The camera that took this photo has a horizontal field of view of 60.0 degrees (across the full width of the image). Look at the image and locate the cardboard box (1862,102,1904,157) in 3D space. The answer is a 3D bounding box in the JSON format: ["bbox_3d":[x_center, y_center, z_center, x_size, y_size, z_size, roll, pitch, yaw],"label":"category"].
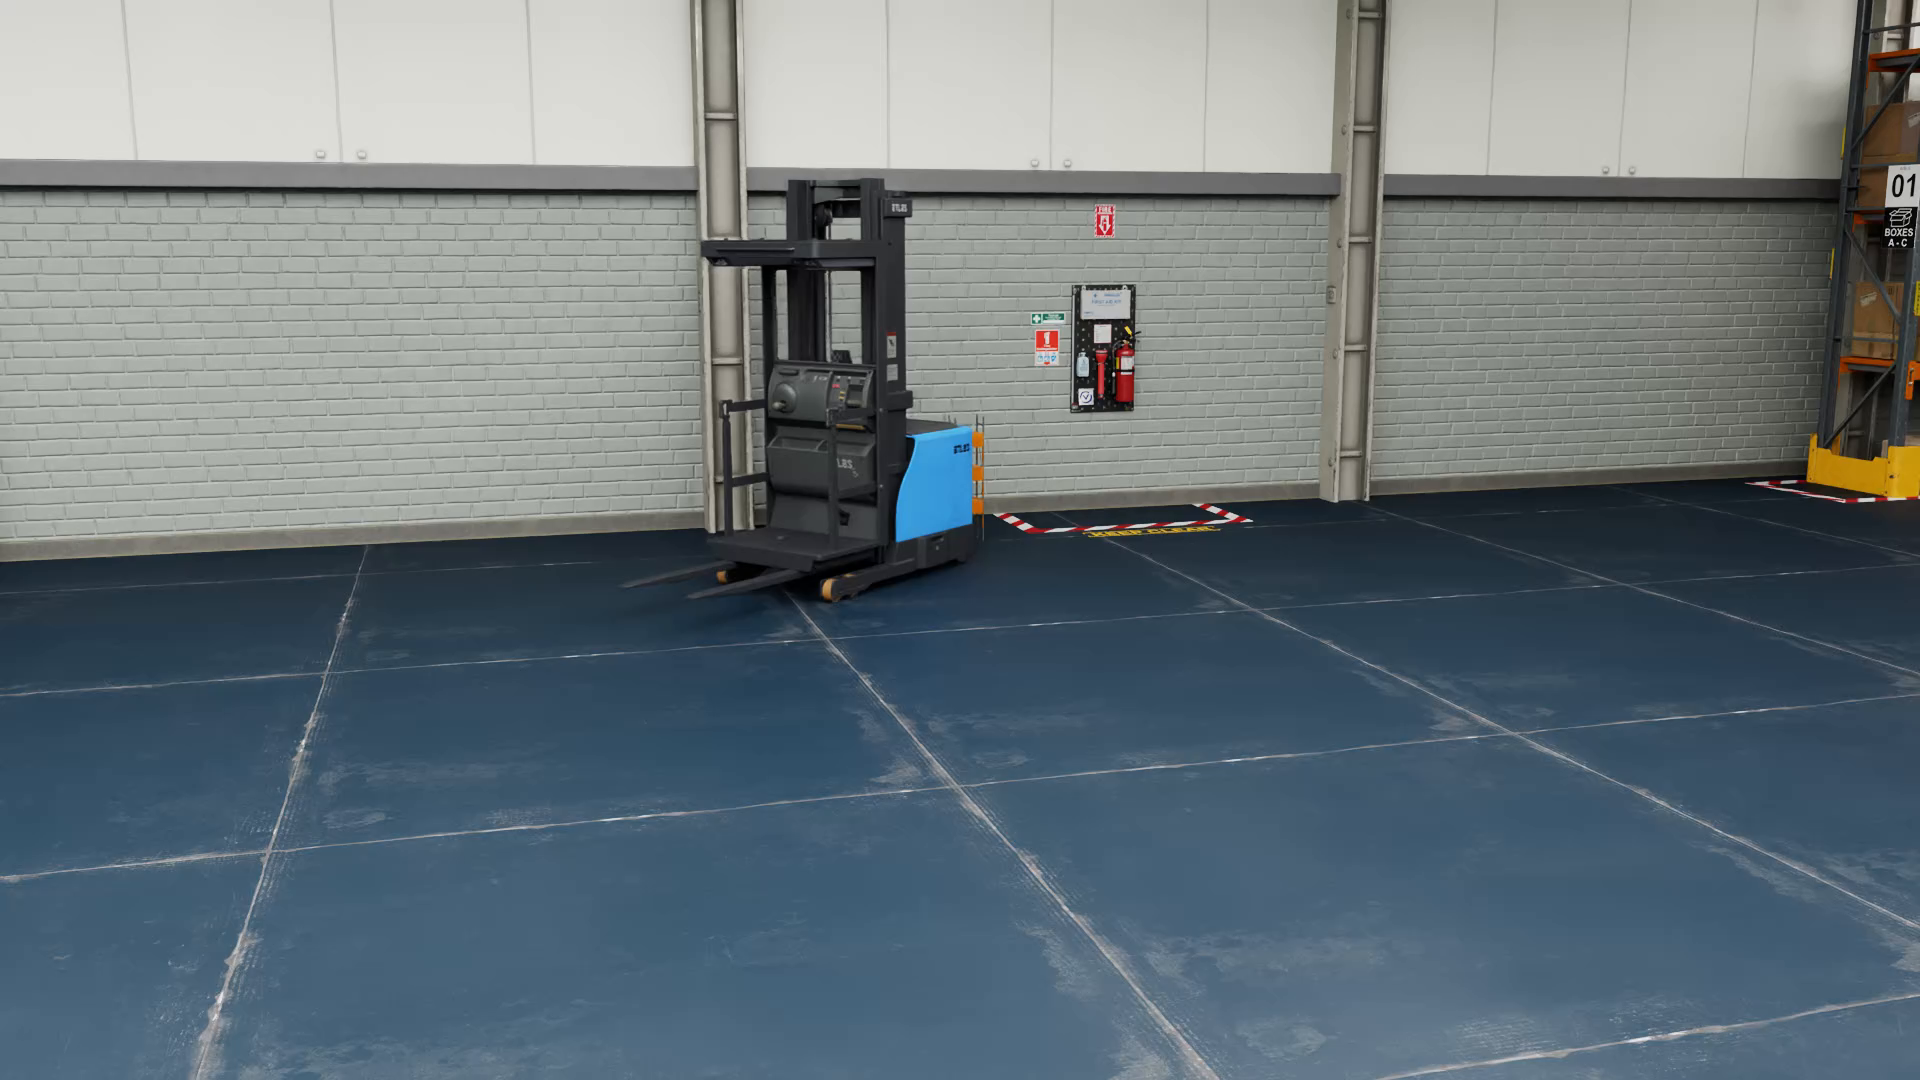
[{"bbox_3d":[9.413,-4.086,16.578,0.500,0.500,0.500,-3,11,-13],"label":"cardboard box"}]

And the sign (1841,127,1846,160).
[{"bbox_3d":[8.936,-4.001,16.764,0.005,0.325,0.100,-3,11,-16],"label":"sign"}]

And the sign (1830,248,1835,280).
[{"bbox_3d":[8.936,-2.815,16.982,0.005,0.325,0.100,-3,11,-16],"label":"sign"}]

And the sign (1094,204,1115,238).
[{"bbox_3d":[1.322,-2.913,15.184,0.199,0.298,0.001,-3,11,-16],"label":"sign"}]

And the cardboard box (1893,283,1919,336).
[{"bbox_3d":[9.614,-2.269,16.377,0.500,0.500,0.500,-3,11,-16],"label":"cardboard box"}]

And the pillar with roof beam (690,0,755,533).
[{"bbox_3d":[-0.816,-3.773,9.688,0.400,9.000,9.100,-3,11,-16],"label":"pillar with roof beam"}]

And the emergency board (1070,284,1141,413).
[{"bbox_3d":[1.358,-1.756,15.302,0.643,1.169,0.194,-3,11,-16],"label":"emergency board"}]

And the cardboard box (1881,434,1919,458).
[{"bbox_3d":[9.761,-0.906,16.895,0.500,0.311,0.500,-4,11,-22],"label":"cardboard box"}]

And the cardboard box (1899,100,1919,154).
[{"bbox_3d":[9.510,-3.996,16.089,0.500,0.500,0.500,-4,11,-20],"label":"cardboard box"}]

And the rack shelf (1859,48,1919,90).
[{"bbox_3d":[10.992,-4.689,16.658,4.000,0.370,1.077,-3,11,-16],"label":"rack shelf"}]

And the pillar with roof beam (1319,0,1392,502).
[{"bbox_3d":[4.945,-4.077,11.337,0.400,9.000,9.100,-3,11,-16],"label":"pillar with roof beam"}]

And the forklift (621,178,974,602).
[{"bbox_3d":[-1.140,-1.105,11.952,1.130,2.935,3.031,7,13,34],"label":"forklift"}]

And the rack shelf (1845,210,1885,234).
[{"bbox_3d":[10.992,-3.215,16.929,4.000,0.370,1.077,-3,11,-16],"label":"rack shelf"}]

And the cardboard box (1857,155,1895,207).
[{"bbox_3d":[9.402,-3.592,16.657,0.500,0.500,0.500,-2,11,-12],"label":"cardboard box"}]

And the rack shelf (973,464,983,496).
[{"bbox_3d":[0.051,-0.509,13.968,0.240,0.259,0.215,-3,11,-16],"label":"rack shelf"}]

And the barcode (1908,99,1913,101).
[{"bbox_3d":[9.614,-4.427,16.828,0.075,0.075,0.001,-3,11,-16],"label":"barcode"}]

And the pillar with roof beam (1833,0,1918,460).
[{"bbox_3d":[10.706,-4.381,12.987,0.400,9.000,9.100,-3,11,-16],"label":"pillar with roof beam"}]

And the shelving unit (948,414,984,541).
[{"bbox_3d":[0.051,-0.519,13.966,0.252,1.050,0.215,-3,11,-16],"label":"shelving unit"}]

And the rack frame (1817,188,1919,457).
[{"bbox_3d":[9.072,-1.993,16.586,0.127,3.000,1.000,-3,11,-16],"label":"rack frame"}]

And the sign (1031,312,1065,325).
[{"bbox_3d":[0.805,-2.023,15.189,0.331,0.109,0.001,-3,11,-16],"label":"sign"}]

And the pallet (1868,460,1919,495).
[{"bbox_3d":[9.935,-0.660,17.049,1.213,0.211,1.003,-3,11,-16],"label":"pallet"}]

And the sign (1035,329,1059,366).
[{"bbox_3d":[0.798,-1.764,15.245,0.234,0.329,0.001,-3,11,-16],"label":"sign"}]

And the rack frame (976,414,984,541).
[{"bbox_3d":[0.169,-0.525,14.000,0.008,1.050,0.200,-3,11,-16],"label":"rack frame"}]

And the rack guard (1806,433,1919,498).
[{"bbox_3d":[9.145,-0.767,16.833,0.348,0.500,1.175,-3,11,-16],"label":"rack guard"}]

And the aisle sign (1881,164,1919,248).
[{"bbox_3d":[9.087,-3.215,16.047,0.004,0.787,0.394,-3,11,-16],"label":"aisle sign"}]

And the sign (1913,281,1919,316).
[{"bbox_3d":[9.224,-2.324,15.995,0.005,0.325,0.100,-3,11,-16],"label":"sign"}]

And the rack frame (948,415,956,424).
[{"bbox_3d":[-0.066,-0.513,13.933,0.008,1.050,0.200,-3,11,-16],"label":"rack frame"}]

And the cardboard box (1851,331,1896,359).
[{"bbox_3d":[9.467,-1.986,16.909,0.500,0.250,0.500,-3,11,-15],"label":"cardboard box"}]

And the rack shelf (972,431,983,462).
[{"bbox_3d":[0.051,-0.788,13.917,0.240,0.259,0.215,-3,11,-16],"label":"rack shelf"}]

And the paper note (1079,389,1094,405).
[{"bbox_3d":[1.169,-1.326,15.399,0.142,0.148,0.016,-3,11,-16],"label":"paper note"}]

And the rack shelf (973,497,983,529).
[{"bbox_3d":[0.051,-0.235,14.018,0.240,0.259,0.215,-3,11,-16],"label":"rack shelf"}]

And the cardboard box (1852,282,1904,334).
[{"bbox_3d":[9.465,-2.358,16.860,0.500,0.500,0.500,-3,11,-17],"label":"cardboard box"}]

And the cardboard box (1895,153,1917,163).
[{"bbox_3d":[9.463,-3.500,16.159,0.500,0.500,0.500,-3,11,-14],"label":"cardboard box"}]

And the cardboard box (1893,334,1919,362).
[{"bbox_3d":[9.629,-1.898,16.432,0.500,0.250,0.500,-3,11,-18],"label":"cardboard box"}]

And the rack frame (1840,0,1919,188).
[{"bbox_3d":[9.072,-4.943,16.043,0.127,3.000,1.000,-3,11,-16],"label":"rack frame"}]

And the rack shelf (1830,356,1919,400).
[{"bbox_3d":[10.992,-1.740,17.201,4.000,0.370,1.077,-3,11,-16],"label":"rack shelf"}]
